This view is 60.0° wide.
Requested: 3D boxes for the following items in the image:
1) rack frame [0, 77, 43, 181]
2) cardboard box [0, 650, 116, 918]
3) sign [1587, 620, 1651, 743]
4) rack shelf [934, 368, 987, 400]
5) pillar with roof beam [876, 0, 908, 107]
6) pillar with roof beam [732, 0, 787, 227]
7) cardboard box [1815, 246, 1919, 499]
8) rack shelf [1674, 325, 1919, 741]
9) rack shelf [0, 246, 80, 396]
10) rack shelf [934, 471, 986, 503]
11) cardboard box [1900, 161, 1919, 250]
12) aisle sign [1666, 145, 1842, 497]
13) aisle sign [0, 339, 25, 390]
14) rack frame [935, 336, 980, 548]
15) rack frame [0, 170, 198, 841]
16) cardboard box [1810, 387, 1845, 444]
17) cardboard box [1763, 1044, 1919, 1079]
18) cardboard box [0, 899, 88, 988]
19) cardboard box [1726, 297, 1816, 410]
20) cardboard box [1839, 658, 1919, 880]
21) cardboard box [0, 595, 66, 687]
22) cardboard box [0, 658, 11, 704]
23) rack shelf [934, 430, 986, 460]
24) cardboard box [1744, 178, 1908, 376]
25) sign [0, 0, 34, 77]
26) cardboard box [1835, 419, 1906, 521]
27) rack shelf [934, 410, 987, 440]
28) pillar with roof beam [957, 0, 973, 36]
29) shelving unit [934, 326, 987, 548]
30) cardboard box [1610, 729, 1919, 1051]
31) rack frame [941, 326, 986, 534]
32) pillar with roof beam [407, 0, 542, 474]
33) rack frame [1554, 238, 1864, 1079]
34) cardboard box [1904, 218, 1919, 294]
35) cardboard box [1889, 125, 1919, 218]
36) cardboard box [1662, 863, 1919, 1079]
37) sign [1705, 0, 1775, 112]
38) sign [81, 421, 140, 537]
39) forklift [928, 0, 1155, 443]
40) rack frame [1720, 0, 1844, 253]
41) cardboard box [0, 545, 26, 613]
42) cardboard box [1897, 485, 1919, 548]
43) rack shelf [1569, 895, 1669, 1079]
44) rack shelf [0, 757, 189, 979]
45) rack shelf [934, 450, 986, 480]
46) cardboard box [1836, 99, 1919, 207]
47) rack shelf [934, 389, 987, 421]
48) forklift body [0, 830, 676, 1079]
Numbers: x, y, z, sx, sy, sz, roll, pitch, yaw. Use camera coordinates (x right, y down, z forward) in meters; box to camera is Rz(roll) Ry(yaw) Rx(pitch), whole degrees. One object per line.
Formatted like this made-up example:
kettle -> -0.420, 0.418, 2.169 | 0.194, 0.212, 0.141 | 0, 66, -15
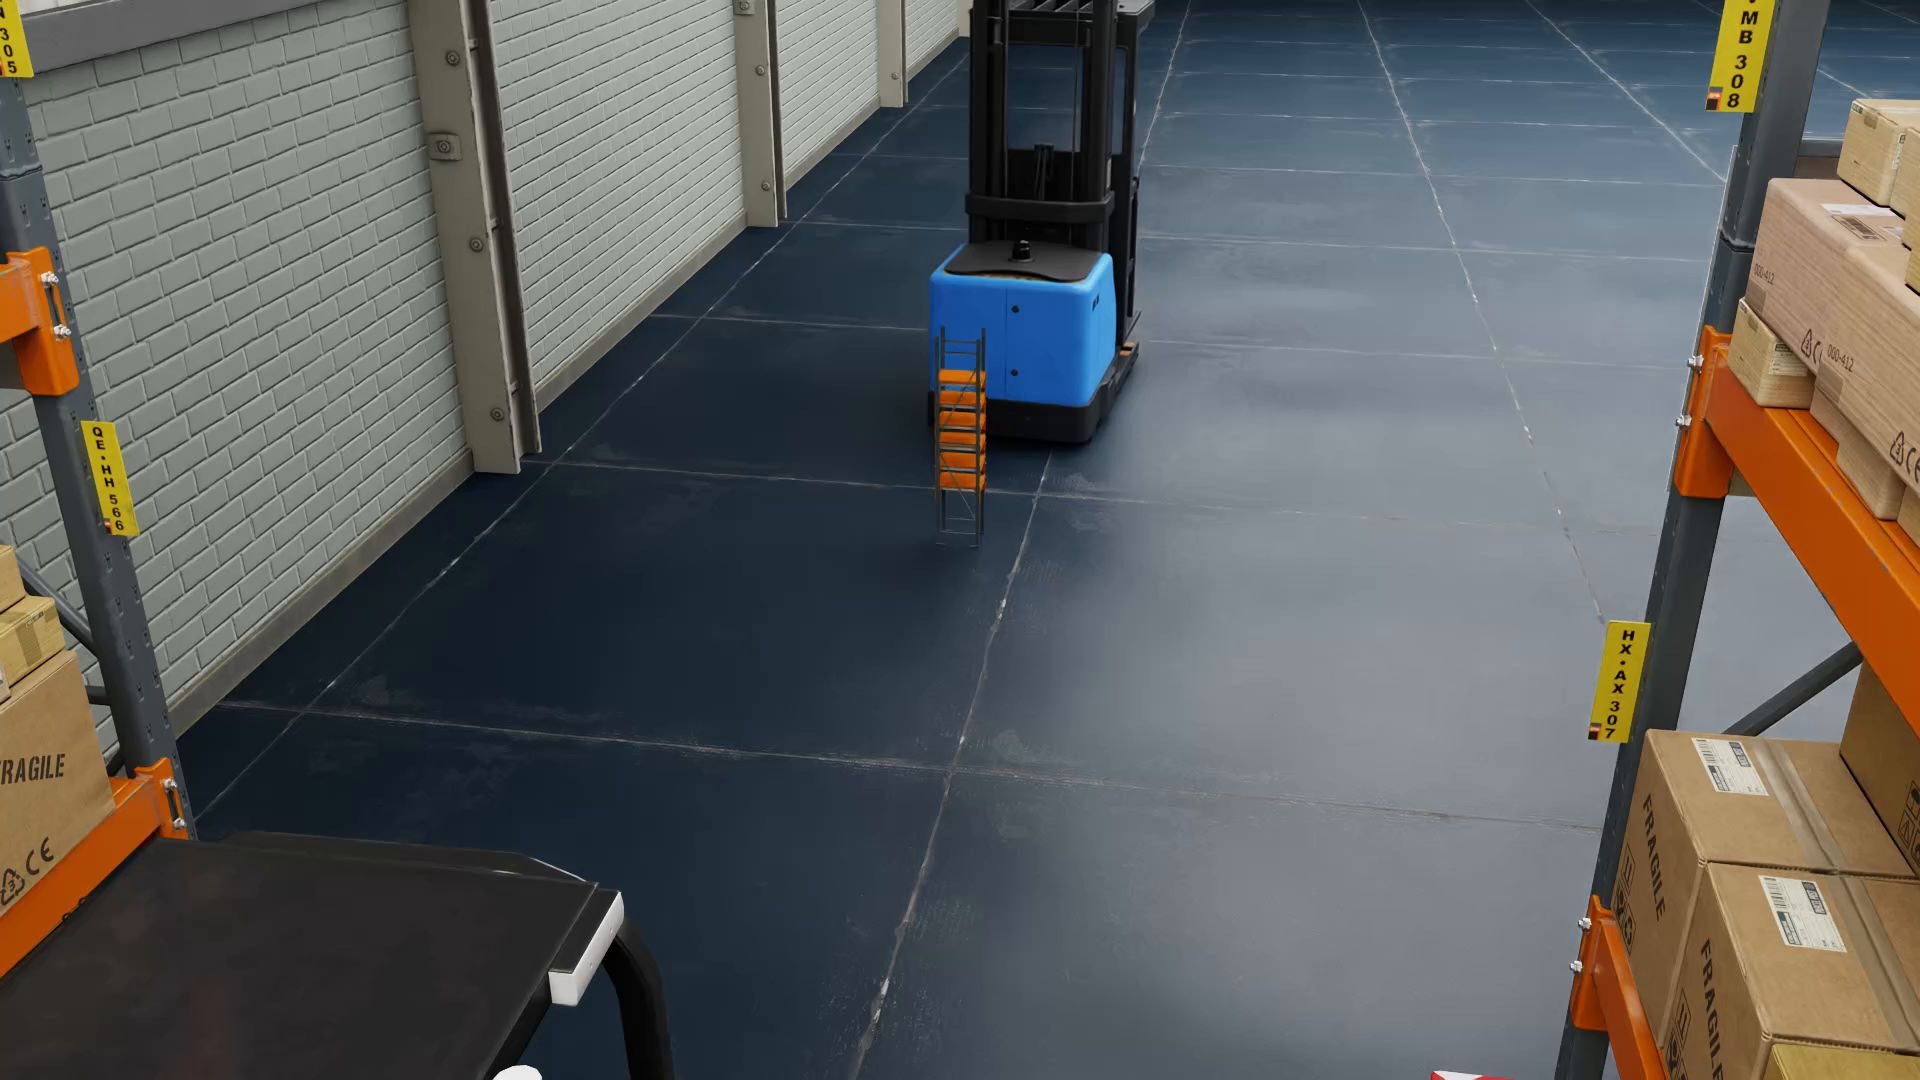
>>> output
rack frame -> -2.789, -2.290, 3.527 | 1.000, 3.000, 0.127 | 4, 25, 9
cardboard box -> -2.610, 0.606, 4.299 | 0.500, 0.500, 0.500 | 3, 25, 7
sign -> 1.573, 0.340, 3.964 | 0.100, 0.325, 0.005 | 4, 25, 9
rack shelf -> 0.002, -0.835, 8.875 | 0.258, 0.103, 0.180 | 4, 25, 9
pillar with roof beam -> 3.397, -9.291, 18.484 | 9.100, 9.000, 0.400 | 4, 25, 9
pillar with roof beam -> 2.416, -6.781, 13.123 | 9.100, 9.000, 0.400 | 4, 25, 9
cardboard box -> 1.672, -0.254, 2.541 | 0.500, 0.250, 0.500 | 4, 25, 8
rack shelf -> 1.782, 0.574, 1.797 | 1.077, 0.370, 4.000 | 4, 25, 9
rack shelf -> -3.116, 0.231, 2.528 | 1.077, 0.370, 4.000 | 4, 25, 9
rack shelf -> 0.002, -0.292, 9.129 | 0.258, 0.103, 0.180 | 4, 25, 9
cardboard box -> 1.722, -0.495, 2.586 | 0.380, 0.149, 0.250 | 4, 25, 8
aisle sign -> 1.813, -0.455, 3.617 | 0.394, 0.787, 0.004 | 4, 25, 9
aisle sign -> -2.488, -0.757, 4.262 | 0.394, 0.787, 0.004 | 4, 25, 9
rack frame -> -0.013, -0.511, 8.927 | 0.240, 1.200, 0.006 | 4, 25, 9
rack frame -> -2.789, 0.428, 4.798 | 1.000, 3.000, 0.127 | 4, 25, 9
cardboard box -> 1.780, -0.243, 2.988 | 0.380, 0.149, 0.250 | 3, 25, 7
cardboard box -> 1.594, 1.199, 2.682 | 0.500, 0.500, 0.500 | 4, 25, 7
cardboard box -> -2.556, 1.244, 4.623 | 0.500, 0.250, 0.500 | 5, 26, 10
cardboard box -> 1.734, -0.359, 3.236 | 0.380, 0.149, 0.250 | 4, 25, 9
cardboard box -> 2.241, 0.366, 3.282 | 0.700, 0.500, 0.500 | 3, 25, 7
cardboard box -> -2.569, 0.253, 4.288 | 0.380, 0.149, 0.250 | 4, 25, 9
cardboard box -> -2.582, 0.362, 4.056 | 0.380, 0.149, 0.250 | 4, 25, 9
rack shelf -> 0.002, -0.509, 9.027 | 0.258, 0.103, 0.180 | 4, 25, 9
cardboard box -> 1.764, -0.464, 2.990 | 0.500, 0.250, 0.500 | 4, 25, 8
sign -> -2.256, -1.253, 3.899 | 0.100, 0.325, 0.005 | 4, 25, 9
cardboard box -> 1.703, -0.134, 2.756 | 0.380, 0.149, 0.250 | 5, 25, 10
rack shelf -> 0.002, -0.618, 8.977 | 0.258, 0.103, 0.180 | 4, 25, 9
pillar with roof beam -> 4.378, -11.800, 23.845 | 9.100, 9.000, 0.400 | 4, 25, 9
shelving unit -> 0.002, -0.549, 9.009 | 0.258, 1.200, 0.189 | 4, 25, 9
cardboard box -> 1.758, 0.769, 3.601 | 0.500, 0.500, 0.500 | 4, 25, 8
rack frame -> 0.017, -0.588, 9.090 | 0.240, 1.200, 0.006 | 4, 25, 9
pillar with roof beam -> 1.436, -4.272, 7.762 | 9.100, 9.000, 0.400 | 4, 25, 9
rack frame -> 2.109, 0.770, 4.067 | 1.000, 3.000, 0.127 | 4, 25, 9
cardboard box -> 1.608, -0.395, 2.373 | 0.380, 0.149, 0.250 | 4, 25, 8
cardboard box -> 1.824, -0.595, 2.800 | 0.380, 0.149, 0.250 | 4, 25, 8
cardboard box -> 1.676, 0.986, 3.137 | 0.500, 0.500, 0.500 | 5, 26, 10
sign -> 1.573, -1.022, 3.326 | 0.100, 0.325, 0.005 | 4, 25, 9
sign -> -2.256, -0.161, 4.410 | 0.100, 0.325, 0.005 | 4, 25, 9
forklift -> 0.661, -2.534, 11.207 | 1.130, 2.935, 3.031 | 6, 26, 13
rack frame -> 2.109, -1.947, 2.795 | 1.000, 3.000, 0.127 | 4, 25, 9
cardboard box -> -2.639, 0.118, 4.225 | 0.380, 0.149, 0.250 | 4, 25, 9
cardboard box -> 1.686, -0.029, 2.532 | 0.380, 0.149, 0.250 | 4, 25, 8
rack shelf -> 1.782, 1.932, 2.432 | 1.077, 0.370, 4.000 | 4, 25, 9
rack shelf -> -3.116, 1.590, 3.164 | 1.077, 0.370, 4.000 | 4, 25, 9
rack shelf -> 0.002, -0.401, 9.078 | 0.258, 0.103, 0.180 | 4, 25, 9
cardboard box -> 1.849, -0.702, 3.028 | 0.380, 0.149, 0.250 | 4, 25, 8
rack shelf -> 0.002, -0.727, 8.926 | 0.258, 0.103, 0.180 | 4, 25, 9
forklift body -> -1.299, 1.731, 3.014 | 2.313, 2.155, 1.214 | 4, 25, 9
